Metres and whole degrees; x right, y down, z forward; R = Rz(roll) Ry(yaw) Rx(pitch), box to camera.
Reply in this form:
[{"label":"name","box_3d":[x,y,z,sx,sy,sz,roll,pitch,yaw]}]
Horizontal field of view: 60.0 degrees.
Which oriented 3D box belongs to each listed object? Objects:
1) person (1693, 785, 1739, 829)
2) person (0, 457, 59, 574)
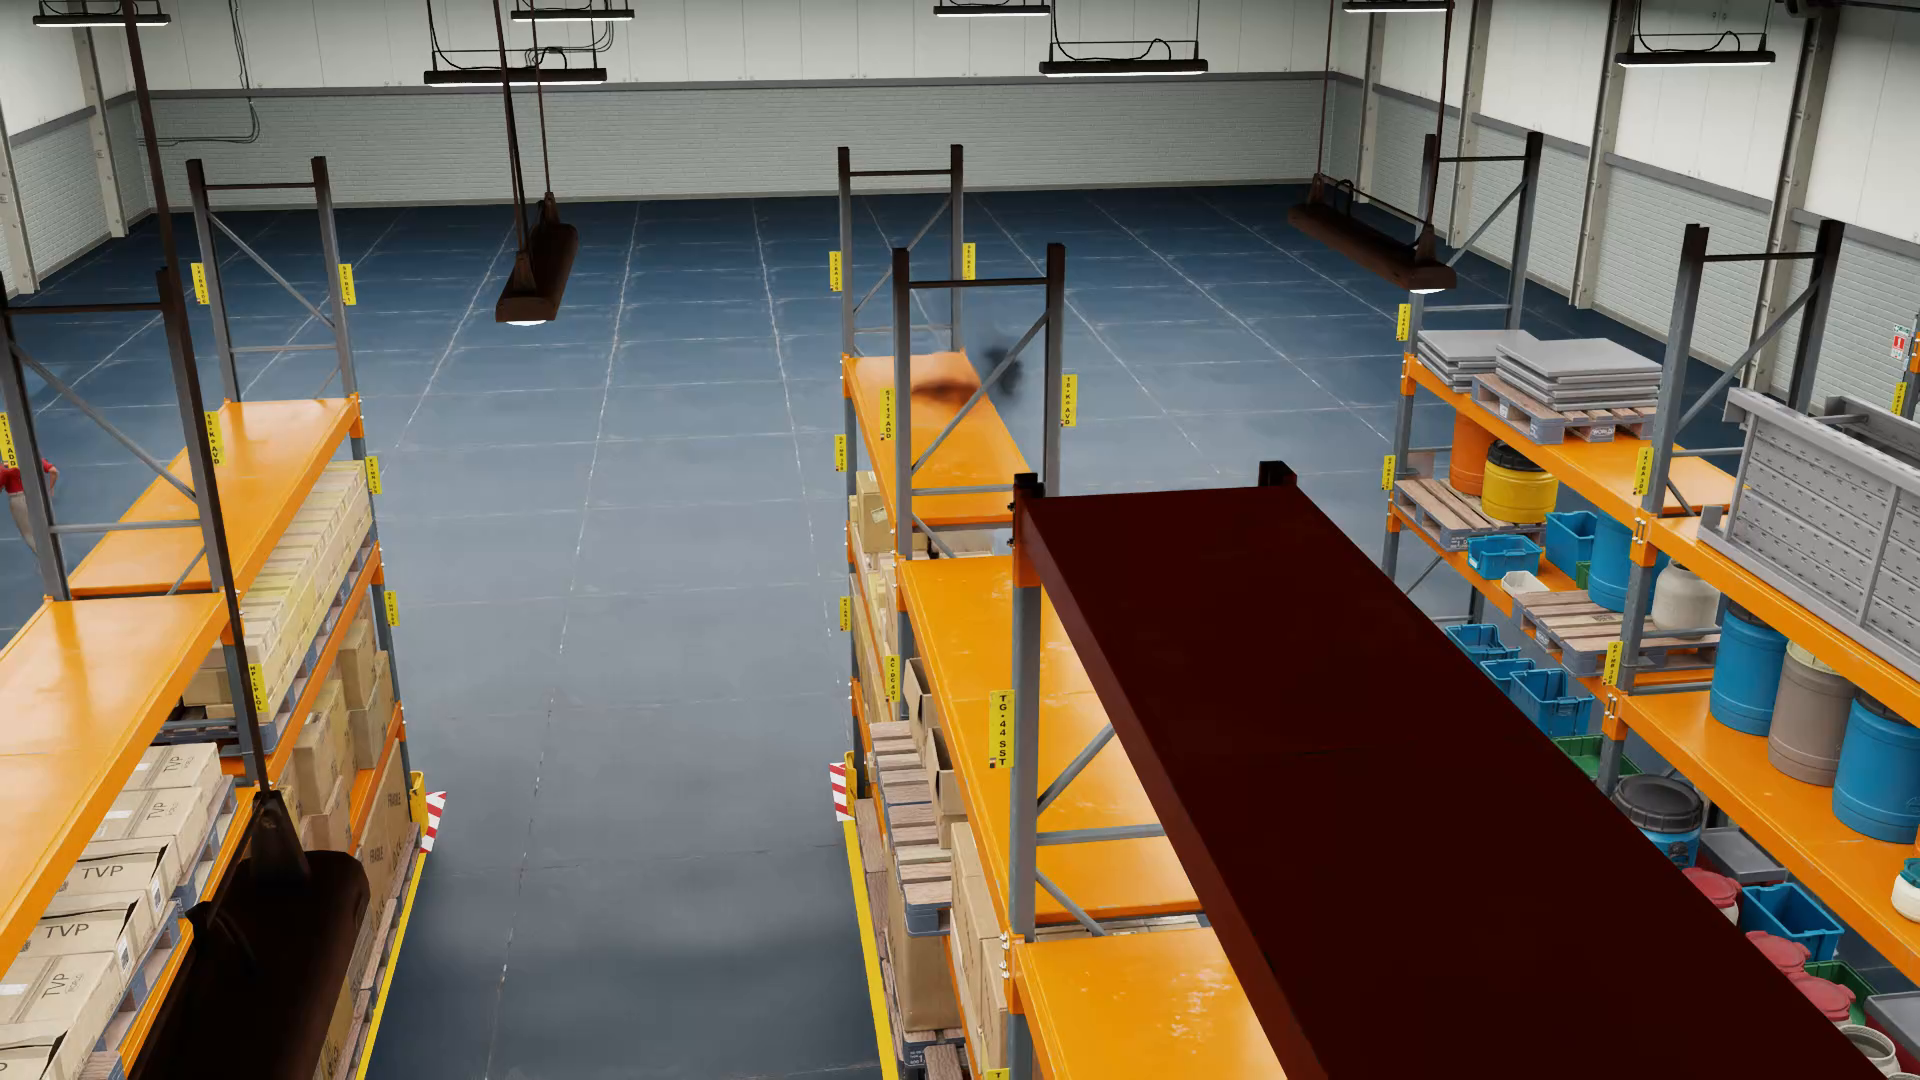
[{"label":"person","box_3d":[6.506,2.045,14.073,0.724,1.742,1.079,-5,22,-11]},{"label":"person","box_3d":[-11.405,-0.405,20.356,0.778,1.805,0.635,12,25,29]}]
